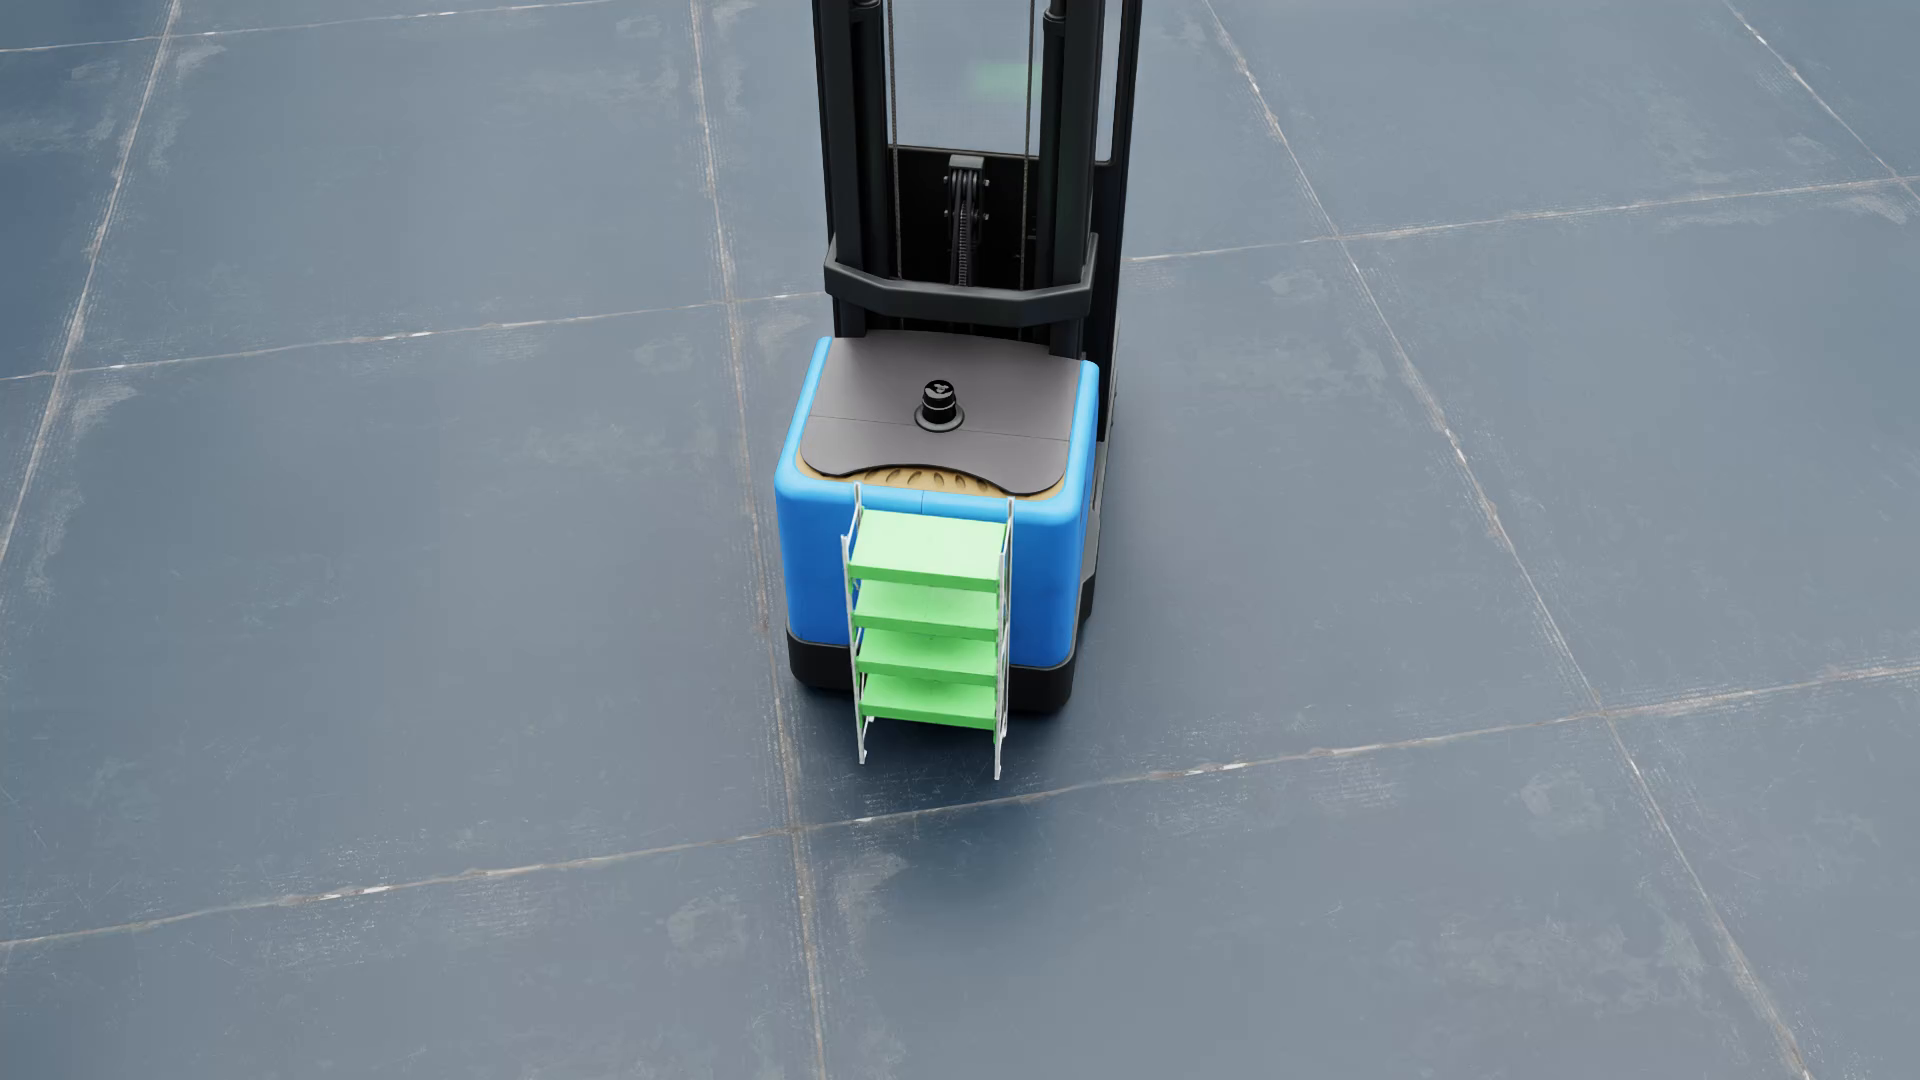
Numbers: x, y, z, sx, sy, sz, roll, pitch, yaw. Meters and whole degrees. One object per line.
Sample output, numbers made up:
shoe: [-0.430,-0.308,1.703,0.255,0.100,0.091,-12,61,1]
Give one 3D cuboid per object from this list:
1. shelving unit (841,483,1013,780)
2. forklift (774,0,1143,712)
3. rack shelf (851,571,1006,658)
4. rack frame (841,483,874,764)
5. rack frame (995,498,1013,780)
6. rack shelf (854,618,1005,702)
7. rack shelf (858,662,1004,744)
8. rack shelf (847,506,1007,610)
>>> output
shelving unit: [-0.096,0.337,5.588,0.503,1.200,0.258,6,48,6]
forklift: [0.090,-1.464,6.125,1.130,2.935,3.031,6,46,6]
rack shelf: [-0.097,0.218,5.458,0.480,0.148,0.258,6,48,6]
rack frame: [-0.338,0.312,5.612,0.015,1.200,0.240,6,48,6]
rack frame: [0.145,0.362,5.563,0.015,1.200,0.240,6,48,6]
rack shelf: [-0.096,0.380,5.635,0.480,0.148,0.258,6,48,6]
rack shelf: [-0.095,0.542,5.812,0.480,0.148,0.258,6,48,6]
rack shelf: [-0.098,0.056,5.281,0.480,0.148,0.258,6,48,6]
